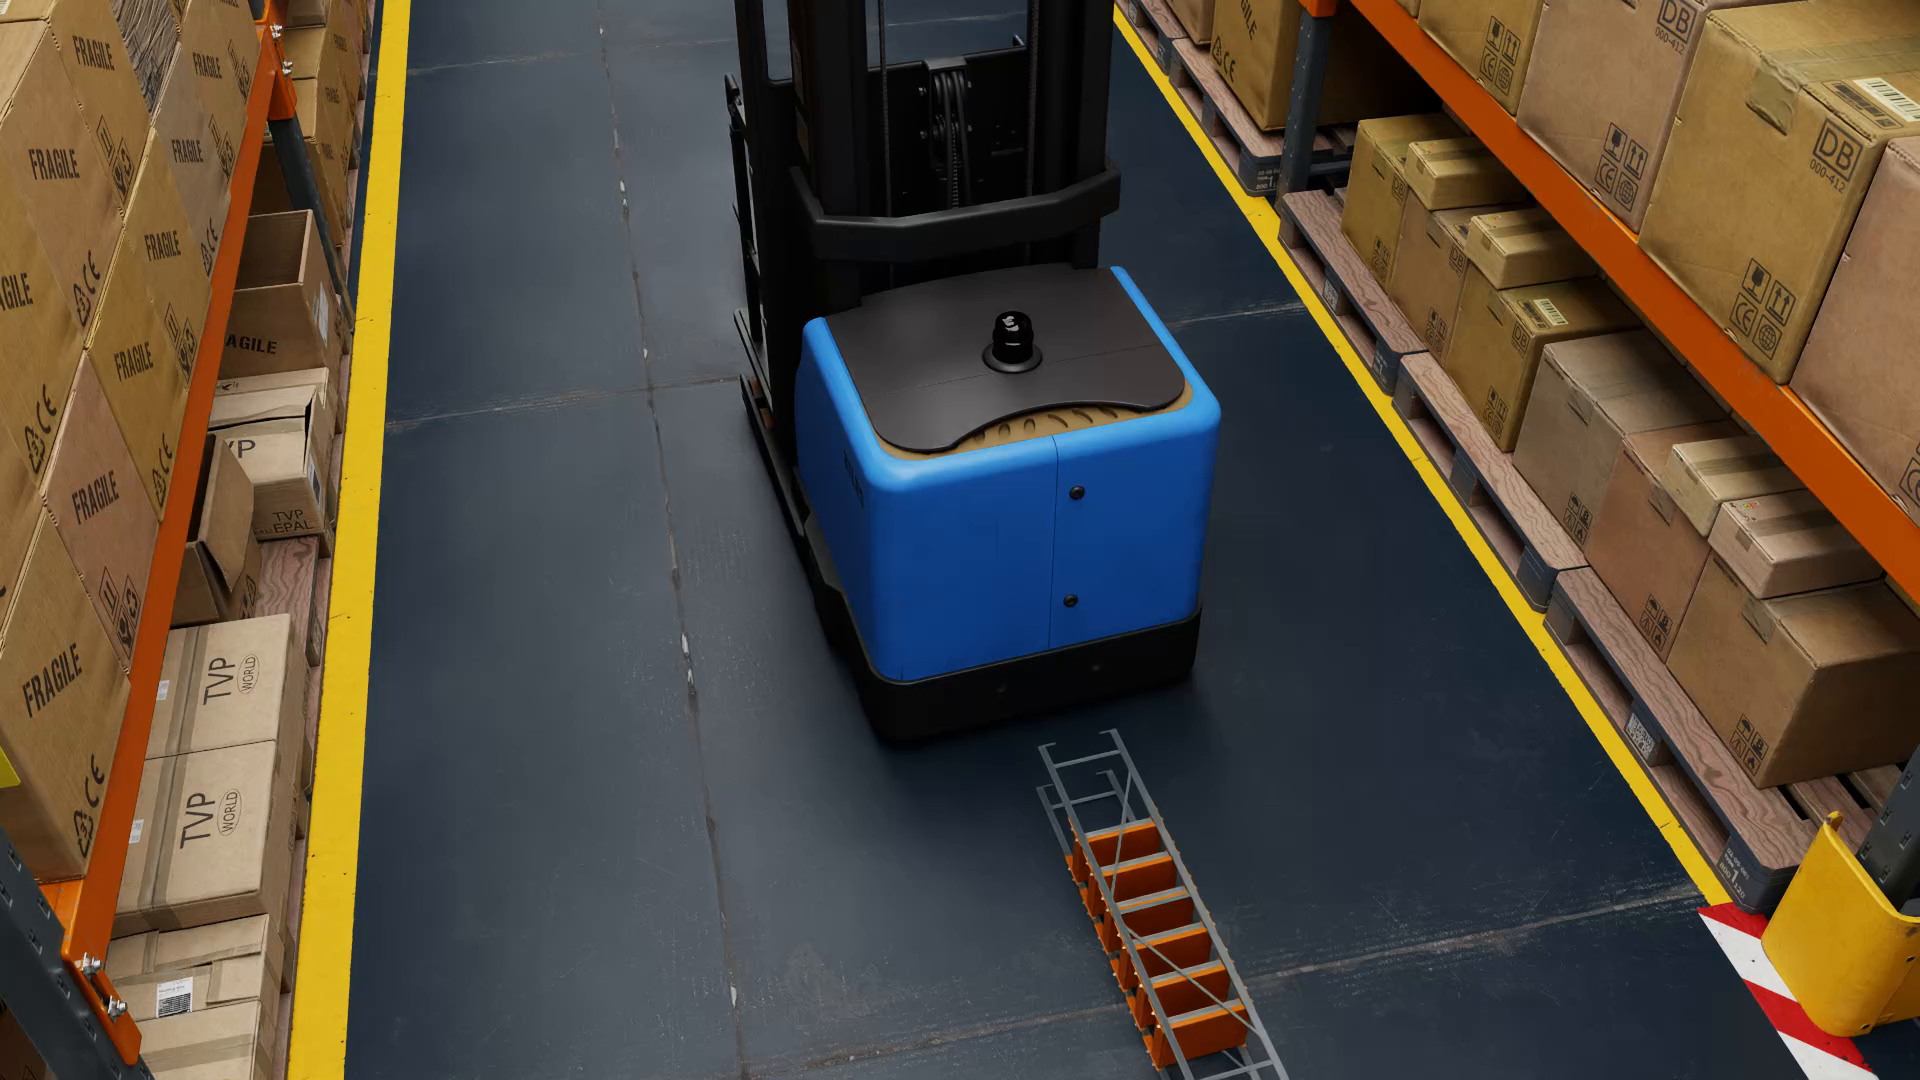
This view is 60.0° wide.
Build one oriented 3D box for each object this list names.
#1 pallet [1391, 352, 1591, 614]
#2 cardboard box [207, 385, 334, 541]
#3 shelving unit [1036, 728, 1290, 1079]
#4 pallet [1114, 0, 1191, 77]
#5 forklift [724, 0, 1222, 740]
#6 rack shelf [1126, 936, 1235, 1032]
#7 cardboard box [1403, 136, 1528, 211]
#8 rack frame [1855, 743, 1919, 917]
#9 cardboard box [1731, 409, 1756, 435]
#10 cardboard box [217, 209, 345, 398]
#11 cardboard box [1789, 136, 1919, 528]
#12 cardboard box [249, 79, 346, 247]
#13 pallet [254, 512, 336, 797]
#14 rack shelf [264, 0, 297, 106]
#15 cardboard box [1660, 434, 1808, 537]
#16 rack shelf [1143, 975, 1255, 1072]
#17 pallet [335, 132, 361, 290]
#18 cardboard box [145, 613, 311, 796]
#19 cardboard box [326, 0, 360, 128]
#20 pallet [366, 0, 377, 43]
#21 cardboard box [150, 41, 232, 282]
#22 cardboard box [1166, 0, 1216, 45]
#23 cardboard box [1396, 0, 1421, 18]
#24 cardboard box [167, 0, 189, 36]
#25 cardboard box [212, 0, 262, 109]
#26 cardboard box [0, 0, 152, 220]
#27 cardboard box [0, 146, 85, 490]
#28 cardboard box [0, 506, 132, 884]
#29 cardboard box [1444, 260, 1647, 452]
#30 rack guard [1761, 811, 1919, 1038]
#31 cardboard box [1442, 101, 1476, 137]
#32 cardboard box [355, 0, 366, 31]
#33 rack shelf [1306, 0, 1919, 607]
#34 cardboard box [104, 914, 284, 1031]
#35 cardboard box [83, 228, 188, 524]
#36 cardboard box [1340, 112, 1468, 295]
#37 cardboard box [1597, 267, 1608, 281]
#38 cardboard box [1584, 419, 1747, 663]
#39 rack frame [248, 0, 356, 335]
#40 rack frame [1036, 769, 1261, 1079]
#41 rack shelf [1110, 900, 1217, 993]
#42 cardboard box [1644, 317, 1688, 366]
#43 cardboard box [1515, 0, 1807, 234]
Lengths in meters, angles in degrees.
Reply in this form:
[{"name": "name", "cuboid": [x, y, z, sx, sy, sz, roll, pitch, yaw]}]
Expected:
[{"name": "pallet", "cuboid": [2.254, -0.291, 5.919, 1.003, 0.211, 1.213, -8, 42, -9]}, {"name": "cardboard box", "cuboid": [-2.375, -0.262, 5.480, 0.500, 0.311, 0.500, -8, 42, -9]}, {"name": "shelving unit", "cuboid": [0.513, 1.025, 4.448, 0.258, 0.189, 1.200, -11, 43, -13]}, {"name": "pallet", "cuboid": [1.393, -2.869, 8.823, 1.003, 0.211, 1.213, -8, 42, -9]}, {"name": "forklift", "cuboid": [-0.185, -1.491, 5.221, 1.130, 2.935, 3.031, -12, 43, -13]}, {"name": "rack shelf", "cuboid": [0.569, 1.150, 4.309, 0.258, 0.180, 0.103, -11, 43, -13]}, {"name": "cardboard box", "cuboid": [1.857, -1.347, 6.086, 0.380, 0.149, 0.250, -7, 42, -8]}, {"name": "rack frame", "cuboid": [2.763, -0.037, 3.533, 1.000, 3.000, 0.127, -8, 42, -9]}, {"name": "cardboard box", "cuboid": [2.573, -0.380, 4.996, 0.380, 0.149, 0.250, -8, 42, -9]}, {"name": "cardboard box", "cuboid": [-2.537, -0.819, 5.965, 0.500, 0.500, 0.500, -8, 42, -9]}, {"name": "cardboard box", "cuboid": [2.643, -0.479, 3.804, 0.980, 0.700, 0.700, -7, 42, -7]}, {"name": "cardboard box", "cuboid": [-2.803, -1.496, 6.727, 0.500, 0.500, 0.500, -10, 43, -11]}, {"name": "pallet", "cuboid": [-2.522, 0.363, 5.183, 1.003, 0.211, 1.213, -8, 42, -9]}, {"name": "rack shelf", "cuboid": [-3.368, -2.945, 7.350, 1.077, 0.370, 4.000, -8, 42, -9]}, {"name": "cardboard box", "cuboid": [2.253, -0.164, 4.753, 0.380, 0.149, 0.250, -7, 42, -8]}, {"name": "rack shelf", "cuboid": [0.604, 1.227, 4.223, 0.258, 0.180, 0.103, -11, 43, -13]}, {"name": "pallet", "cuboid": [-3.149, -1.397, 7.165, 1.003, 0.211, 1.213, -8, 42, -9]}, {"name": "cardboard box", "cuboid": [-2.129, 0.497, 4.670, 0.500, 0.250, 0.500, -8, 42, -9]}, {"name": "cardboard box", "cuboid": [-3.029, -2.165, 7.481, 0.500, 0.500, 0.500, -8, 42, -9]}, {"name": "pallet", "cuboid": [-3.676, -2.978, 8.946, 1.003, 0.211, 1.213, -8, 42, -9]}, {"name": "cardboard box", "cuboid": [-2.352, -1.001, 4.543, 0.500, 0.500, 0.500, -7, 42, -8]}, {"name": "cardboard box", "cuboid": [1.438, -2.962, 8.130, 0.750, 0.750, 0.750, -7, 42, -8]}, {"name": "cardboard box", "cuboid": [2.001, -2.388, 5.955, 0.980, 0.700, 0.700, -8, 42, -9]}, {"name": "cardboard box", "cuboid": [-2.461, -1.707, 4.585, 0.500, 0.500, 0.500, -9, 42, -10]}, {"name": "cardboard box", "cuboid": [-2.578, -1.668, 5.294, 0.500, 0.500, 0.500, -8, 42, -9]}, {"name": "cardboard box", "cuboid": [-2.245, -1.054, 3.849, 0.500, 0.500, 0.500, -9, 42, -10]}, {"name": "cardboard box", "cuboid": [-2.032, -0.400, 3.112, 0.500, 0.500, 0.500, -8, 42, -9]}, {"name": "cardboard box", "cuboid": [-1.911, 0.312, 3.064, 0.500, 0.500, 0.500, -8, 42, -8]}, {"name": "cardboard box", "cuboid": [2.175, -0.694, 5.839, 0.700, 0.500, 0.500, -7, 42, -8]}, {"name": "rack guard", "cuboid": [2.768, 0.913, 4.345, 1.175, 0.500, 0.348, -8, 42, -9]}, {"name": "cardboard box", "cuboid": [2.124, -1.718, 6.504, 0.380, 0.149, 0.250, -9, 42, -10]}, {"name": "cardboard box", "cuboid": [-3.257, -2.832, 8.233, 0.500, 0.500, 0.500, -10, 43, -11]}, {"name": "rack shelf", "cuboid": [2.331, -1.065, 5.232, 1.077, 0.370, 4.000, -8, 42, -9]}, {"name": "cardboard box", "cuboid": [-1.882, 1.087, 4.068, 0.380, 0.166, 0.250, -8, 42, -9]}, {"name": "cardboard box", "cuboid": [-2.133, -0.347, 3.806, 0.500, 0.500, 0.500, -8, 42, -9]}, {"name": "cardboard box", "cuboid": [1.961, -1.353, 6.581, 0.700, 0.500, 0.500, -8, 42, -9]}, {"name": "cardboard box", "cuboid": [2.350, -1.042, 5.742, 0.380, 0.149, 0.250, -8, 42, -9]}, {"name": "cardboard box", "cuboid": [2.406, -0.023, 5.083, 0.700, 0.500, 0.500, -8, 42, -9]}, {"name": "rack frame", "cuboid": [-2.936, -1.918, 5.651, 1.000, 3.000, 0.127, -8, 42, -9]}, {"name": "rack frame", "cuboid": [0.513, 1.093, 4.509, 0.240, 0.006, 1.200, -11, 43, -13]}, {"name": "rack shelf", "cuboid": [0.535, 1.073, 4.394, 0.258, 0.180, 0.103, -11, 43, -13]}, {"name": "cardboard box", "cuboid": [2.461, -0.711, 5.369, 0.380, 0.149, 0.250, -8, 42, -9]}, {"name": "cardboard box", "cuboid": [2.320, -1.444, 4.891, 0.980, 0.700, 0.700, -10, 43, -11]}]
